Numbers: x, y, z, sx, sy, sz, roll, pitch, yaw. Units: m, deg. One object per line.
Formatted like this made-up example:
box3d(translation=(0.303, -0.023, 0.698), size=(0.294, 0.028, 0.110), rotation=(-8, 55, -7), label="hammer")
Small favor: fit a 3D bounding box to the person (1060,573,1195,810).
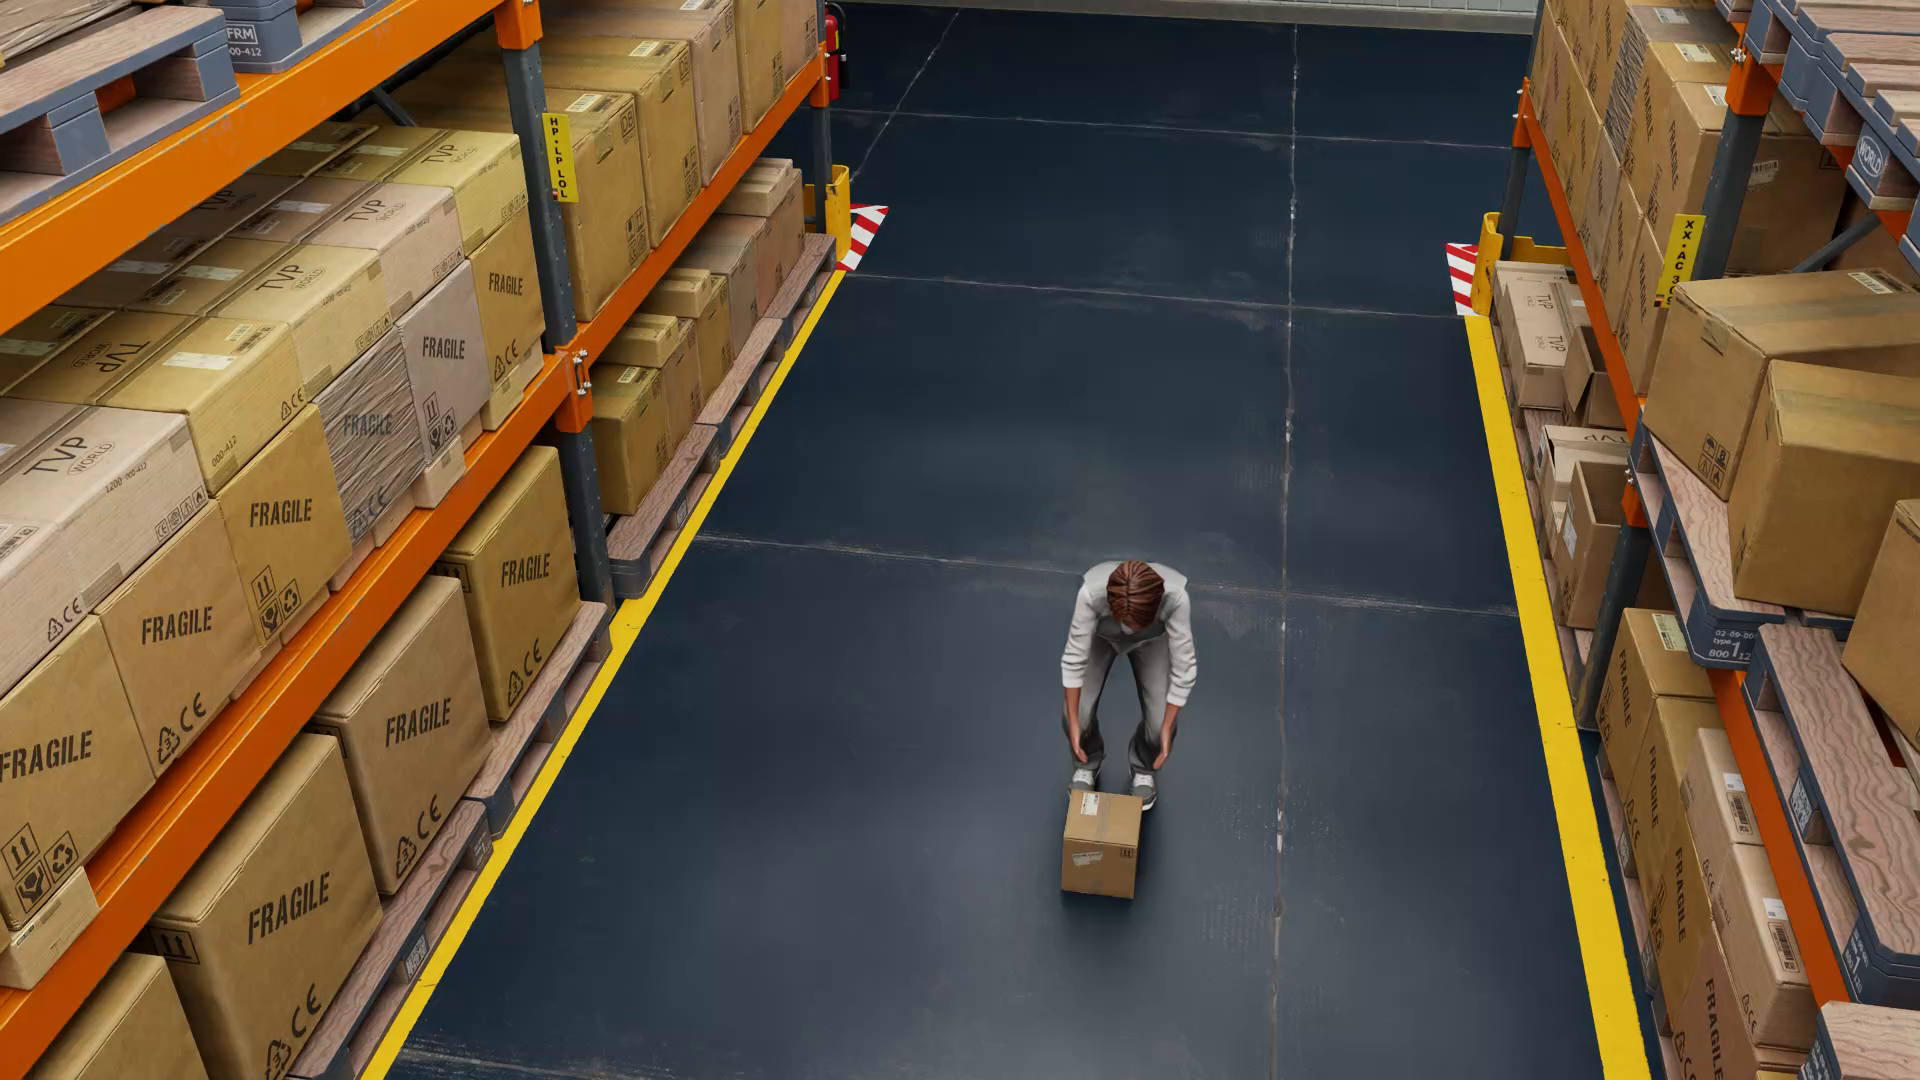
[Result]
box3d(translation=(0.594, 0.480, 5.838), size=(0.461, 1.130, 0.735), rotation=(5, 33, 8), label="person")
